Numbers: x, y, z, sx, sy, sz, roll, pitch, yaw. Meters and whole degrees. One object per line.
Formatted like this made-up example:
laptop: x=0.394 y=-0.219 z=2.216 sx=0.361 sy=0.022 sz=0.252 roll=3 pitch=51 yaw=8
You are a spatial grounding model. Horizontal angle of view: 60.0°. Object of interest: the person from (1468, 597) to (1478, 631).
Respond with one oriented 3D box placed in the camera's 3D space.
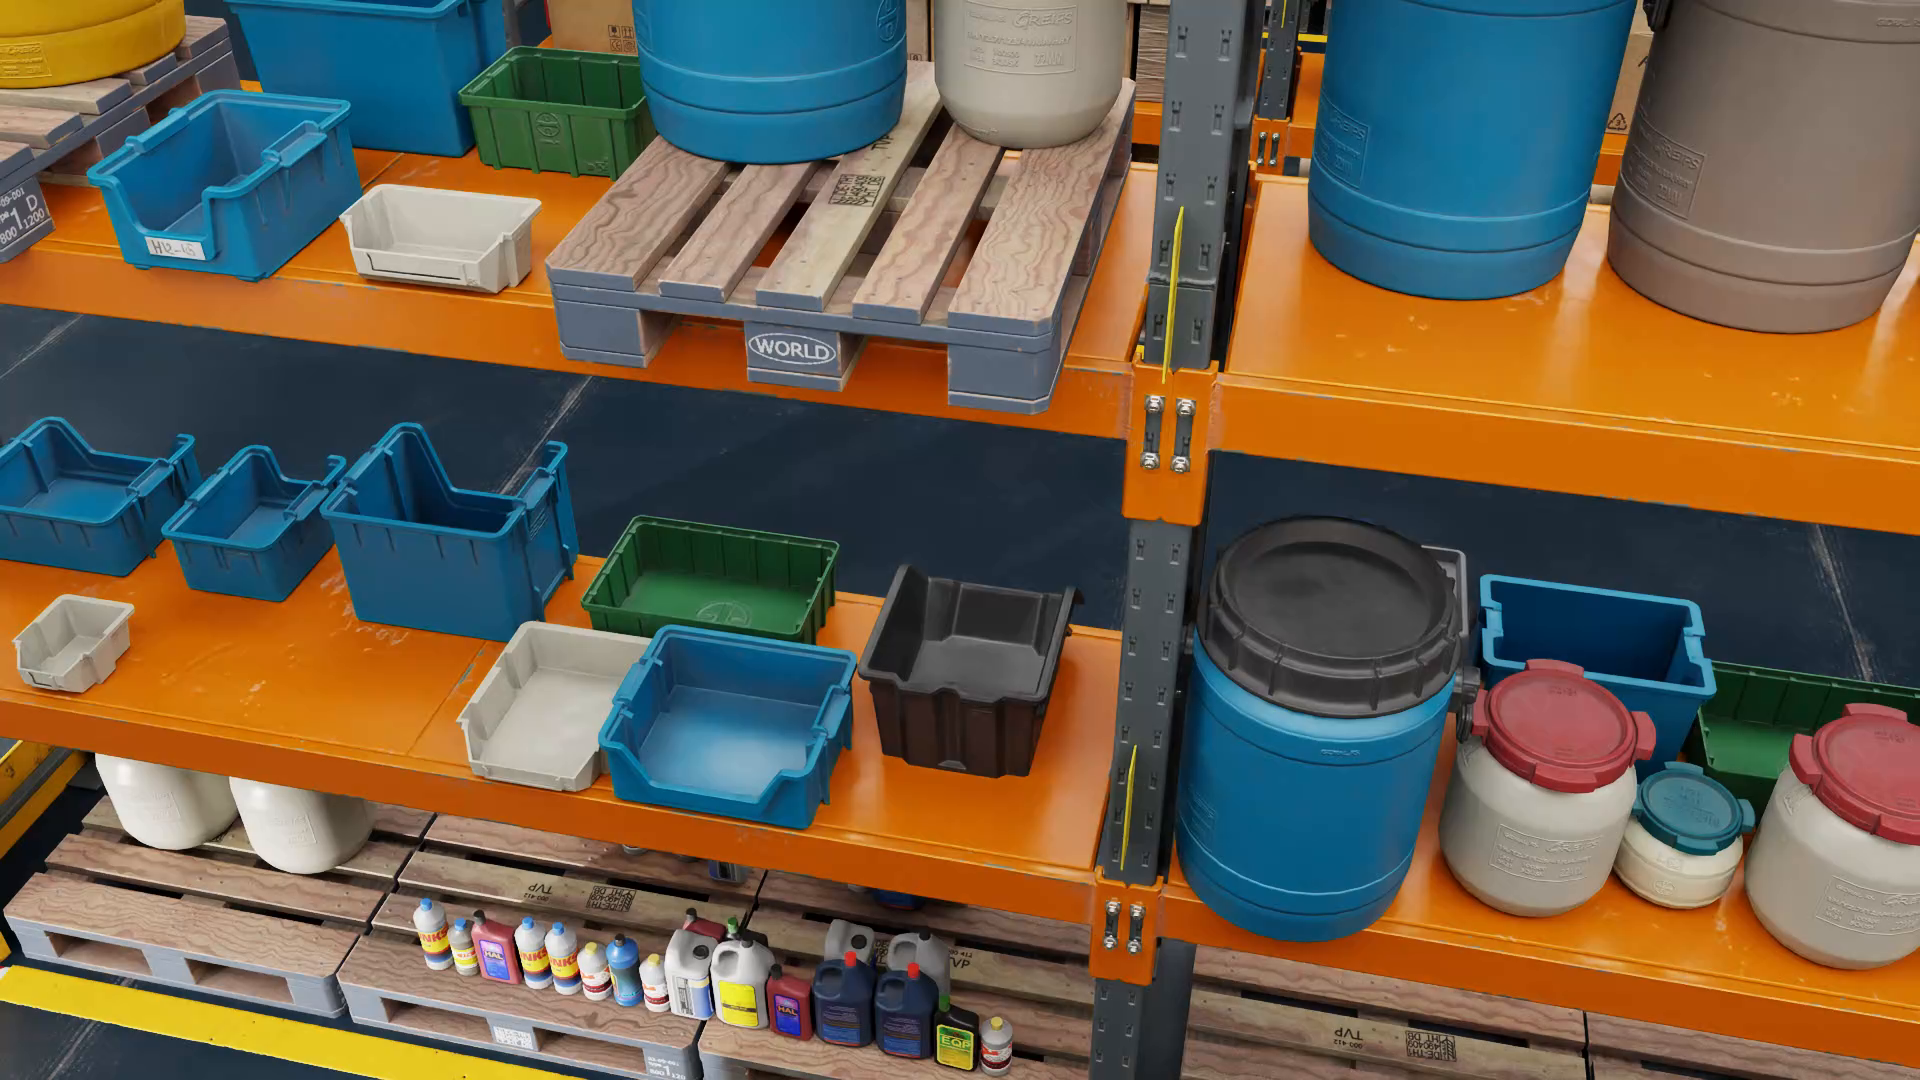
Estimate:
person: x=1.473 y=0.401 z=6.282 sx=0.866 sy=0.864 sz=0.465 roll=6 pitch=37 yaw=8
